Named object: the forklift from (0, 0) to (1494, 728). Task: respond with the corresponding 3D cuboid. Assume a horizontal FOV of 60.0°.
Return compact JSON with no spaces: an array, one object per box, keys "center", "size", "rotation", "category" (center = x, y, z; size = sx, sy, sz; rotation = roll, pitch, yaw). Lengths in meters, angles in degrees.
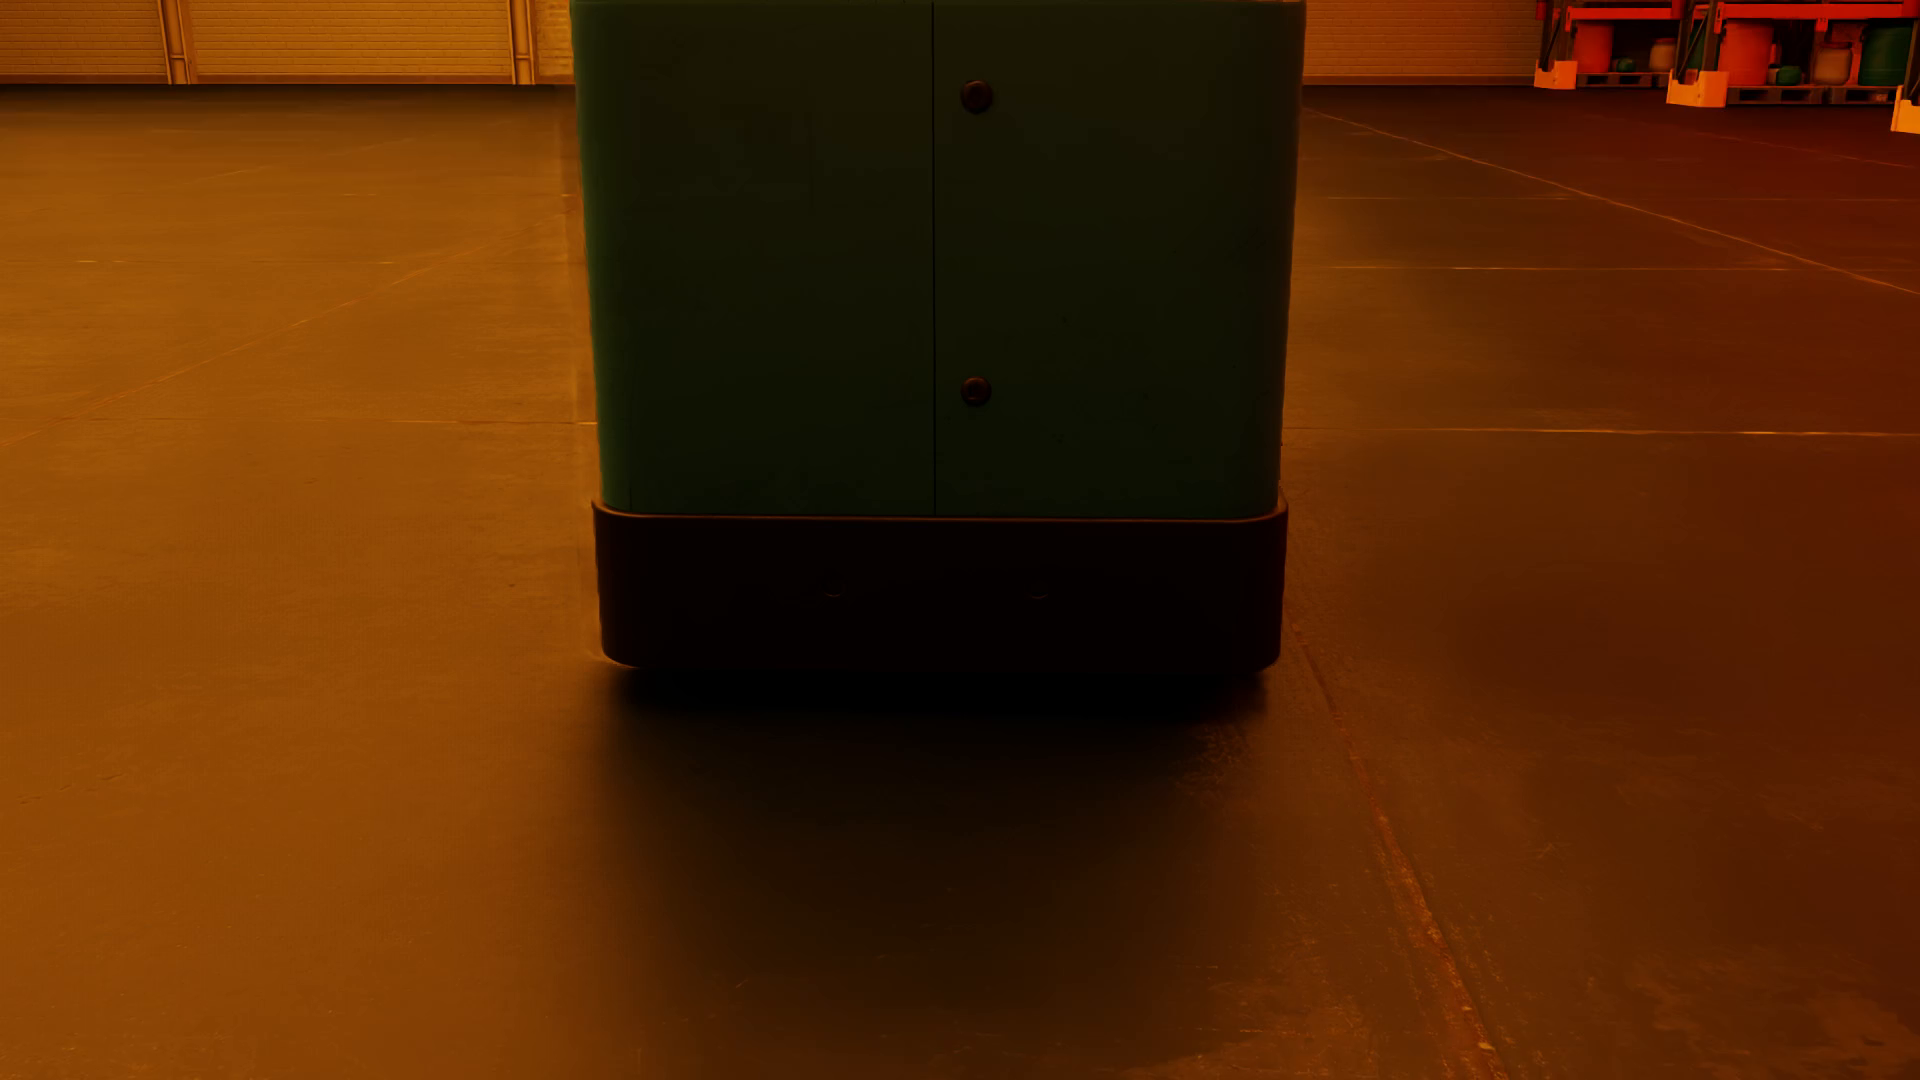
[{"center":[-0.468,-1.298,2.611],"size":[3.031,2.935,1.130],"rotation":[-12,21,-33],"category":"forklift"}]
